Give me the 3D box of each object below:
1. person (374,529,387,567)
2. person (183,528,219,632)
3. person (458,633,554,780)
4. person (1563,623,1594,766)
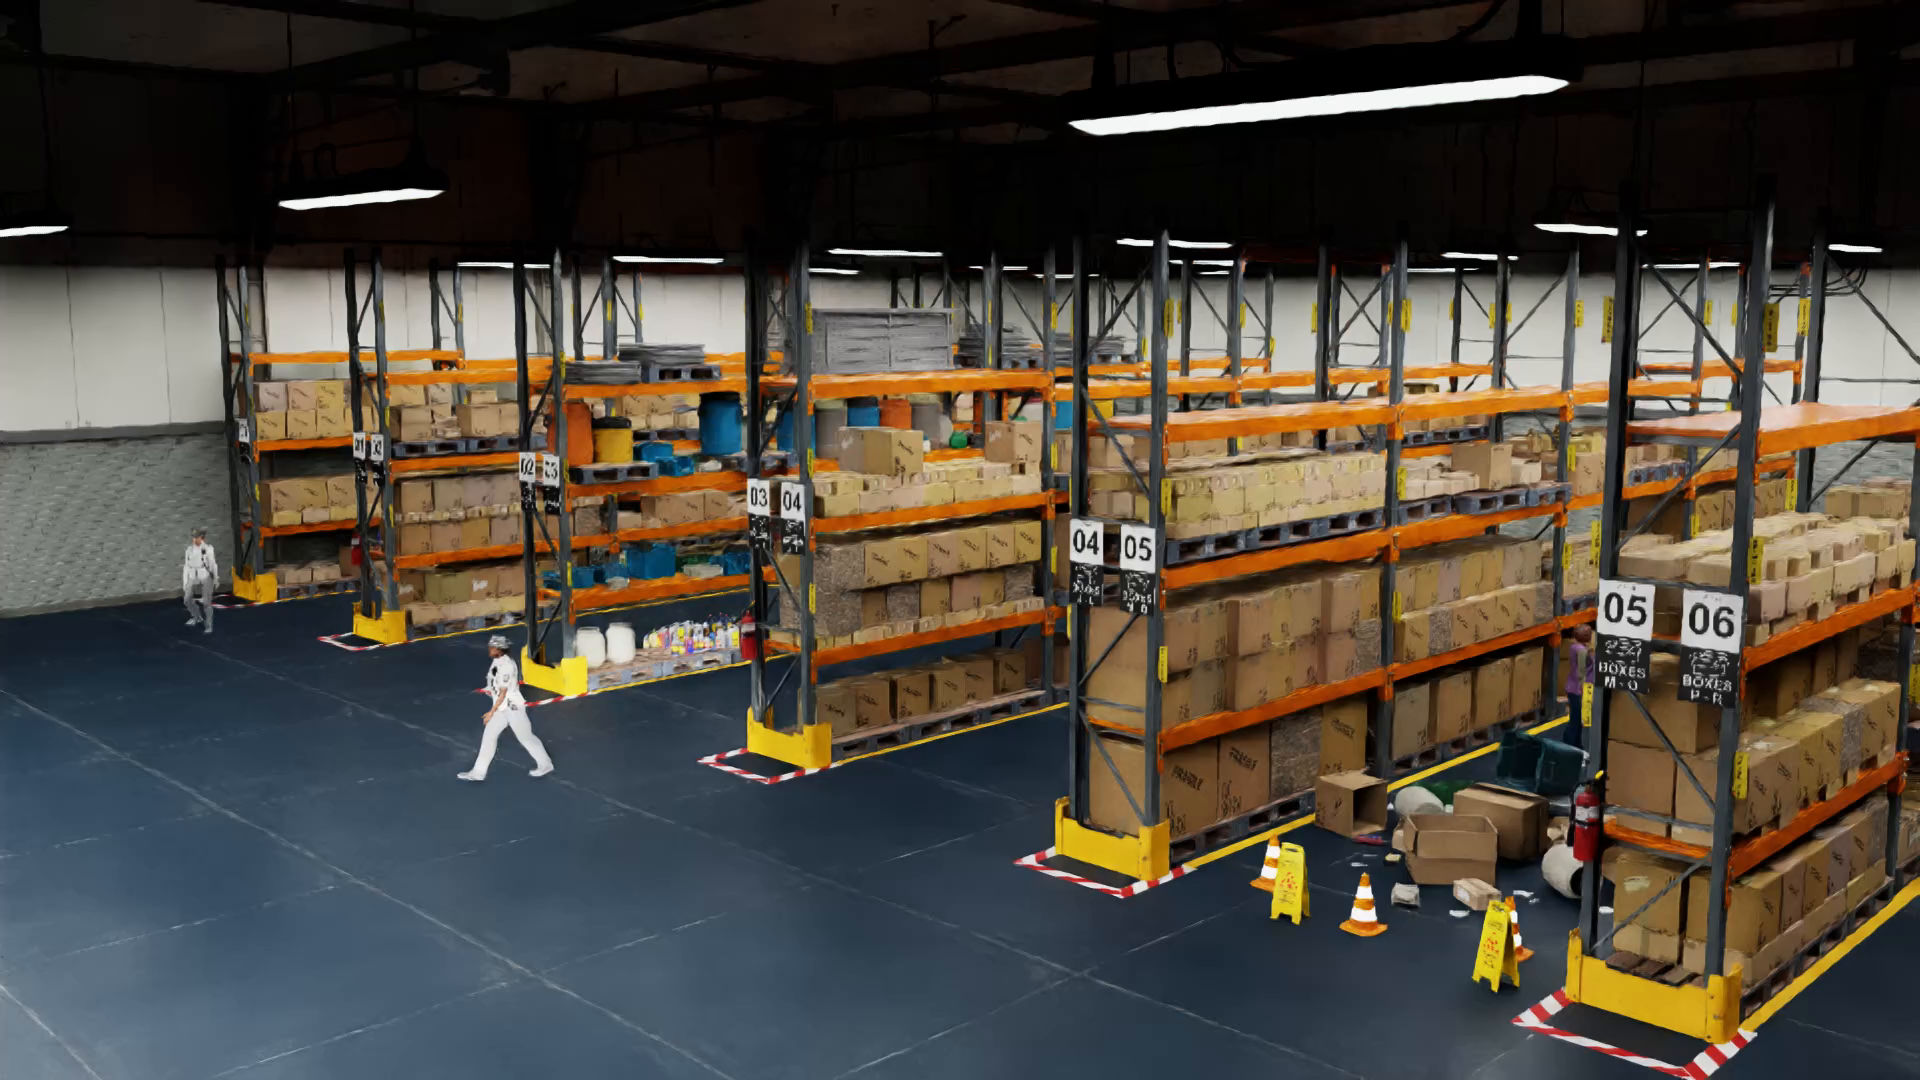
[{"bbox_3d":[-9.737,0.324,28.661,0.626,1.579,0.794,4,9,25],"label":"person"},{"bbox_3d":[-12.085,0.618,26.371,0.668,1.663,0.500,1,8,4],"label":"person"},{"bbox_3d":[-4.941,1.801,18.053,1.000,1.623,0.443,-6,10,-36],"label":"person"},{"bbox_3d":[6.992,1.723,18.714,0.401,1.599,0.465,2,8,13],"label":"person"}]
